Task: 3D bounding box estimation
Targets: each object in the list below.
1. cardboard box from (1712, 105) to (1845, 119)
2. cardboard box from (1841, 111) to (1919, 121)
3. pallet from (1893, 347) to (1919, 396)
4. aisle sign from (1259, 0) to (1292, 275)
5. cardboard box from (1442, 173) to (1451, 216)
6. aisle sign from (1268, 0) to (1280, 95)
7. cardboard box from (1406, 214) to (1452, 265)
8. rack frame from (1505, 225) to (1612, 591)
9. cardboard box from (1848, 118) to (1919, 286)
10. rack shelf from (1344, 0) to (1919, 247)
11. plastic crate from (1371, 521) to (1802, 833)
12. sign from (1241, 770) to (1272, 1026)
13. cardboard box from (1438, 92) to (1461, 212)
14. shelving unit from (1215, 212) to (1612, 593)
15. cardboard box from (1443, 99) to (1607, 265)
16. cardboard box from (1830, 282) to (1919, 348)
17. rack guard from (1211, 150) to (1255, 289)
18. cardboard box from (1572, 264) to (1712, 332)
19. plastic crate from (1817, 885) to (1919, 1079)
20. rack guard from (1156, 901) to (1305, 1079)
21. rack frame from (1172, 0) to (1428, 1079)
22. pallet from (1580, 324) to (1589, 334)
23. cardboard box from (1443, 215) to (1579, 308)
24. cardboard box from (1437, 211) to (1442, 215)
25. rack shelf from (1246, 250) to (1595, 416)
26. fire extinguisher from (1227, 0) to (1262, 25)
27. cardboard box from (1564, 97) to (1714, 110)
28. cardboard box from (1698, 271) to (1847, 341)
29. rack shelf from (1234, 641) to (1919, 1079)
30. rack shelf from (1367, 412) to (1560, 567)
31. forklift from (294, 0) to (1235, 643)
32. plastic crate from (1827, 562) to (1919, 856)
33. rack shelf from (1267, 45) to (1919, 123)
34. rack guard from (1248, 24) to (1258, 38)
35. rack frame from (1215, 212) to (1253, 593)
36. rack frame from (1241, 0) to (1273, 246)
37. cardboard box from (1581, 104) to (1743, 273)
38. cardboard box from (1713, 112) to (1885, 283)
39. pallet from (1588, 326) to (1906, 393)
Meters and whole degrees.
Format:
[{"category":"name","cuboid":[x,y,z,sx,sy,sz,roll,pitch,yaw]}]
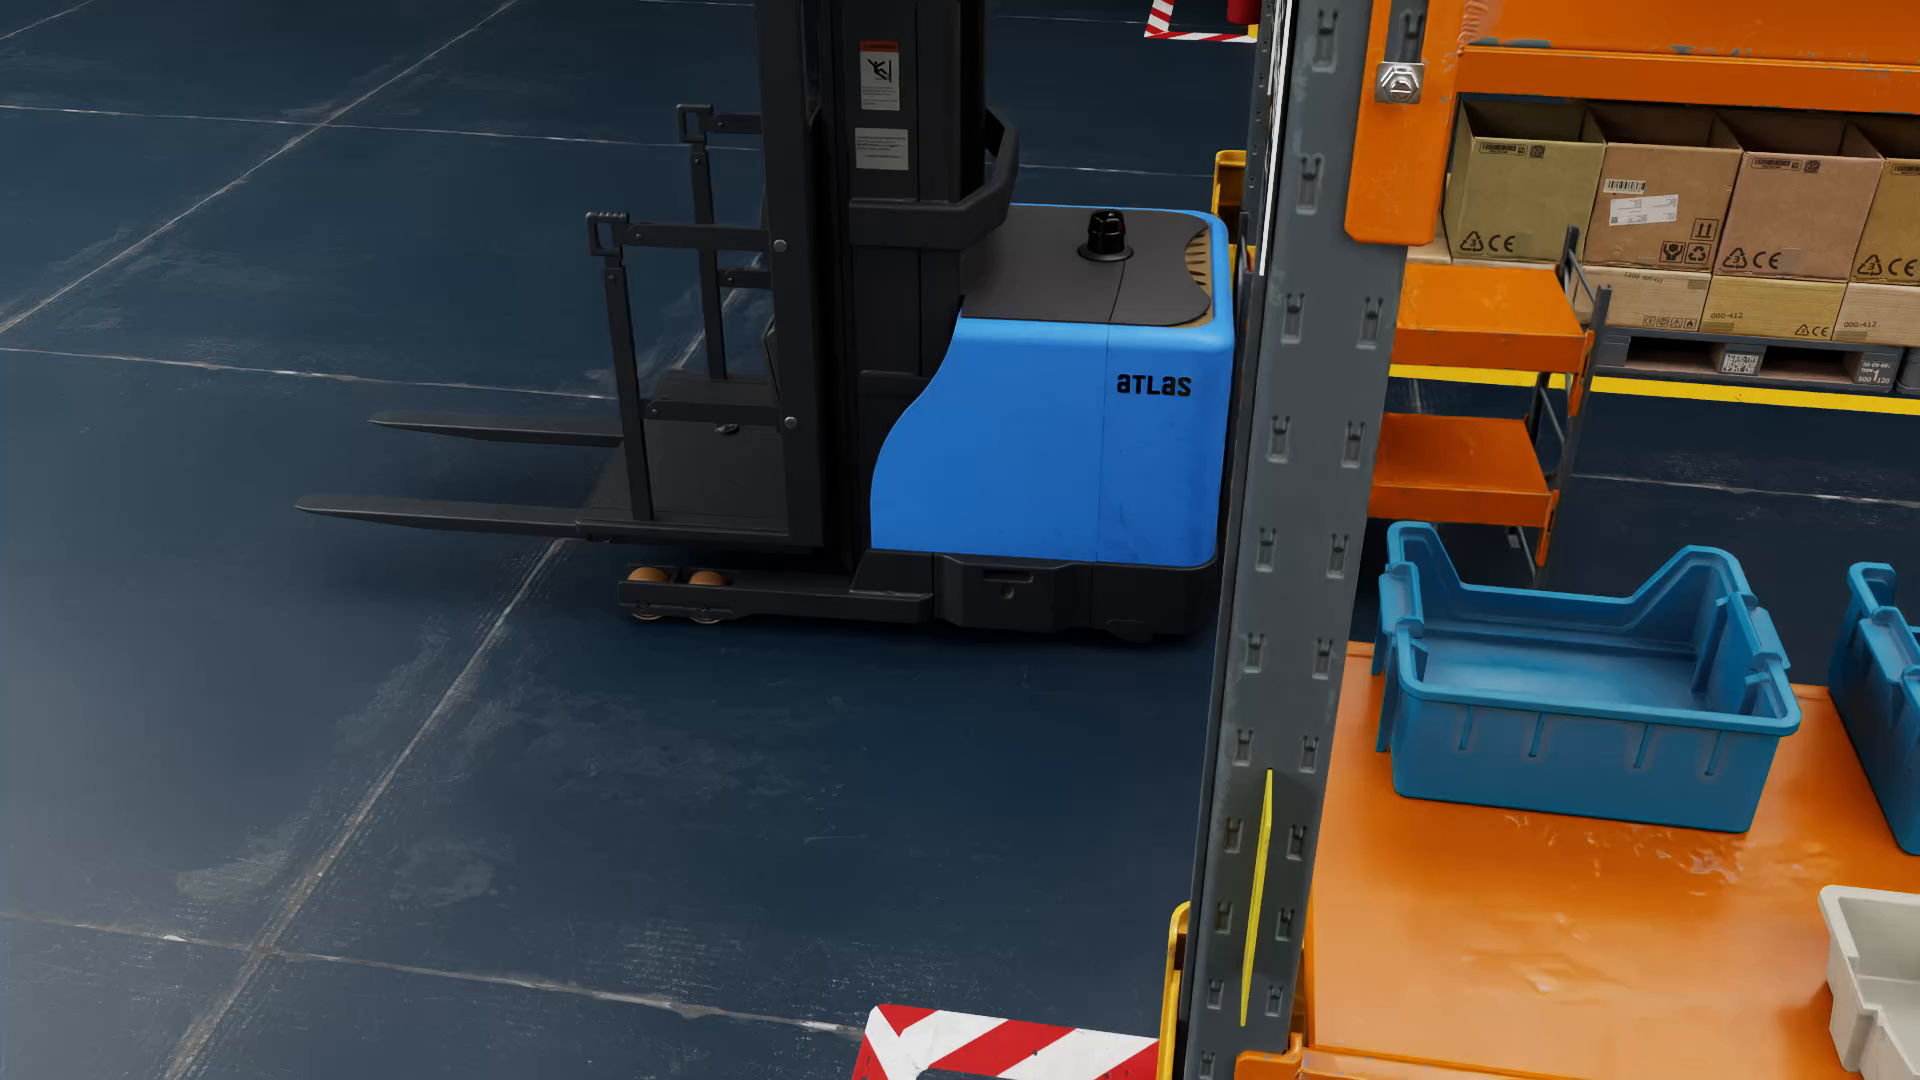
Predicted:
[{"category":"cardboard box","cuboid":[3.345,-1.643,7.036,0.500,0.500,0.500,5,32,8]},{"category":"cardboard box","cuboid":[3.838,-1.599,6.966,0.500,0.500,0.500,5,32,8]},{"category":"pallet","cuboid":[4.452,-0.885,6.965,1.213,0.211,1.003,5,32,8]},{"category":"aisle sign","cuboid":[0.328,-0.696,1.585,0.004,0.787,0.394,5,32,8]},{"category":"cardboard box","cuboid":[2.359,-1.412,7.375,0.500,0.250,0.500,5,32,8]},{"category":"aisle sign","cuboid":[0.428,-1.005,2.078,0.004,0.787,0.394,5,32,8]},{"category":"cardboard box","cuboid":[1.777,-1.180,7.003,0.500,0.250,0.500,5,32,8]},{"category":"rack frame","cuboid":[1.889,-0.375,5.290,0.032,1.125,0.500,3,32,5]},{"category":"cardboard box","cuboid":[3.750,-1.325,6.529,0.500,0.500,0.500,5,32,8]},{"category":"rack shelf","cuboid":[2.420,-0.529,1.619,4.000,0.370,1.077,5,32,8]},{"category":"plastic crate","cuboid":[0.992,0.210,2.727,0.616,0.251,0.499,5,32,8]},{"category":"sign","cuboid":[0.352,0.429,1.977,0.005,0.325,0.100,5,32,8]},{"category":"cardboard box","cuboid":[1.864,-1.770,7.239,0.500,0.500,0.500,5,32,8]},{"category":"shelving unit","cuboid":[1.384,-0.406,5.338,1.048,1.125,0.538,3,32,5]},{"category":"cardboard box","cuboid":[2.270,-1.454,6.735,0.500,0.500,0.500,5,32,8]},{"category":"cardboard box","cuboid":[3.748,-1.001,6.717,0.500,0.250,0.500,5,32,8]},{"category":"rack guard","cuboid":[1.262,-1.274,7.314,0.348,0.500,1.175,5,32,8]},{"category":"cardboard box","cuboid":[2.763,-1.092,6.863,0.500,0.250,0.500,5,32,8]},{"category":"plastic crate","cuboid":[1.277,0.619,2.183,0.250,0.136,0.298,5,32,8]},{"category":"rack guard","cuboid":[0.532,1.301,3.201,0.348,0.500,1.175,5,32,8]},{"category":"rack frame","cuboid":[0.448,0.261,2.506,0.053,2.616,0.949,5,32,8]},{"category":"pallet","cuboid":[2.047,-1.103,7.313,1.213,0.211,1.003,5,32,8]},{"category":"cardboard box","cuboid":[2.270,-1.137,6.935,0.500,0.250,0.500,5,32,8]},{"category":"cardboard box","cuboid":[1.864,-1.451,7.436,0.500,0.250,0.500,5,32,8]},{"category":"rack shelf","cuboid":[1.384,-0.654,5.183,1.000,0.278,0.538,3,32,5]},{"category":"fire extinguisher","cuboid":[1.247,-2.552,7.073,0.183,0.674,0.296,5,32,8]},{"category":"cardboard box","cuboid":[2.853,-1.688,7.108,0.500,0.500,0.500,5,32,8]},{"category":"cardboard box","cuboid":[3.255,-1.045,6.788,0.500,0.250,0.500,5,32,8]},{"category":"rack shelf","cuboid":[2.420,0.742,2.415,4.000,0.370,1.077,5,32,8]},{"category":"rack shelf","cuboid":[1.384,-0.198,5.468,1.000,0.278,0.538,3,32,5]},{"category":"forklift","cuboid":[-0.666,-1.249,4.983,3.031,2.935,1.130,3,32,5]},{"category":"plastic crate","cuboid":[1.632,0.271,2.630,0.408,0.251,0.499,5,32,8]},{"category":"rack shelf","cuboid":[3.257,-1.848,6.553,4.000,0.370,1.077,5,32,8]},{"category":"rack guard","cuboid":[2.190,-3.856,11.440,0.348,0.500,1.175,5,32,8]},{"category":"rack frame","cuboid":[0.879,-0.436,5.386,0.032,1.125,0.500,3,32,5]},{"category":"rack frame","cuboid":[1.286,-2.331,6.648,0.127,3.000,1.000,5,32,8]},{"category":"cardboard box","cuboid":[2.765,-1.416,6.674,0.500,0.500,0.500,5,32,8]},{"category":"cardboard box","cuboid":[3.255,-1.362,6.588,0.500,0.500,0.500,5,32,8]},{"category":"pallet","cuboid":[3.246,-0.993,7.137,1.213,0.211,1.003,5,32,8]}]
